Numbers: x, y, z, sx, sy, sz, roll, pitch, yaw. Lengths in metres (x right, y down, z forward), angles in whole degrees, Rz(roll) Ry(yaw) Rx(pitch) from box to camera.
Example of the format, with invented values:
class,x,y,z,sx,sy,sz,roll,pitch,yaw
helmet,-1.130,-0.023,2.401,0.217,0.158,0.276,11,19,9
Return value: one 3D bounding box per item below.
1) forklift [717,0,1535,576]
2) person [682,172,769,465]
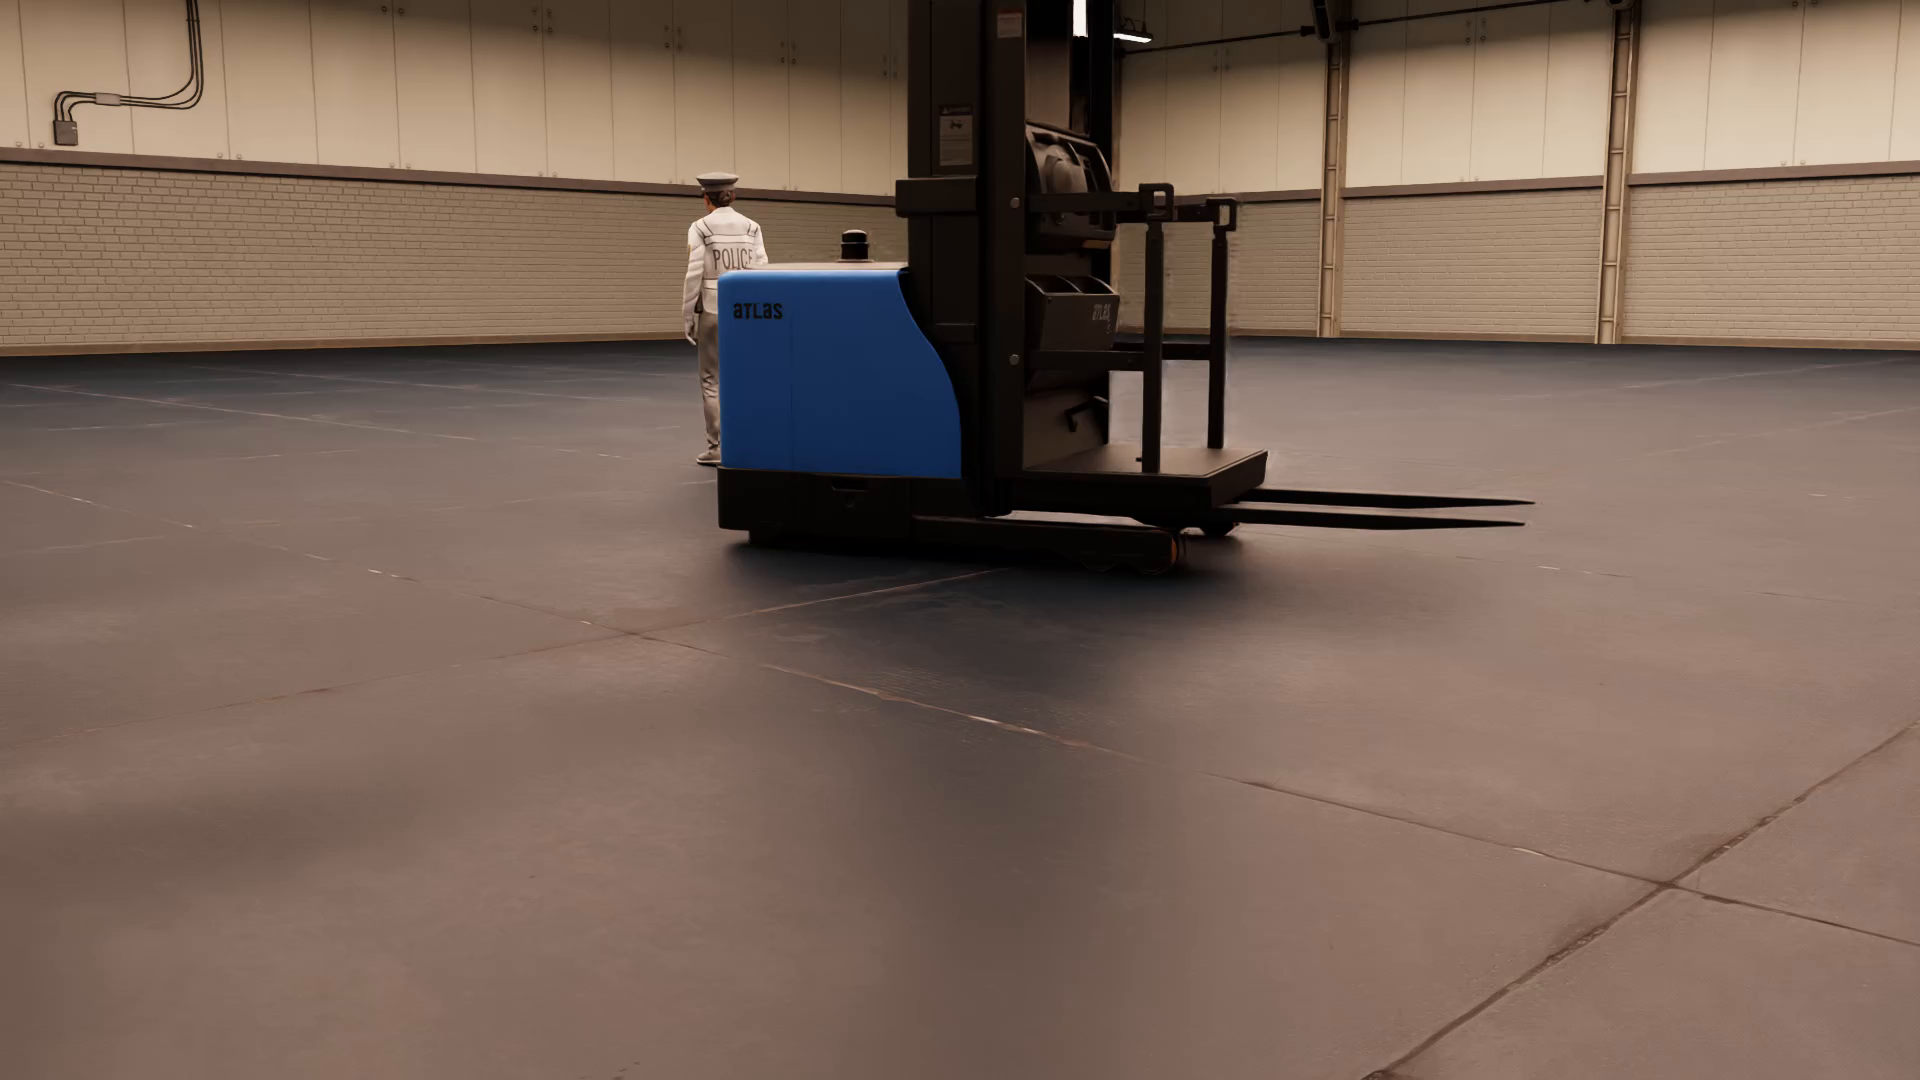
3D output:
class,x,y,z,sx,sy,sz,roll,pitch,yaw
forklift,0.611,-1.413,6.257,3.031,2.935,1.130,3,9,22
person,-1.326,-1.259,9.509,0.540,1.661,0.374,-4,9,-26
